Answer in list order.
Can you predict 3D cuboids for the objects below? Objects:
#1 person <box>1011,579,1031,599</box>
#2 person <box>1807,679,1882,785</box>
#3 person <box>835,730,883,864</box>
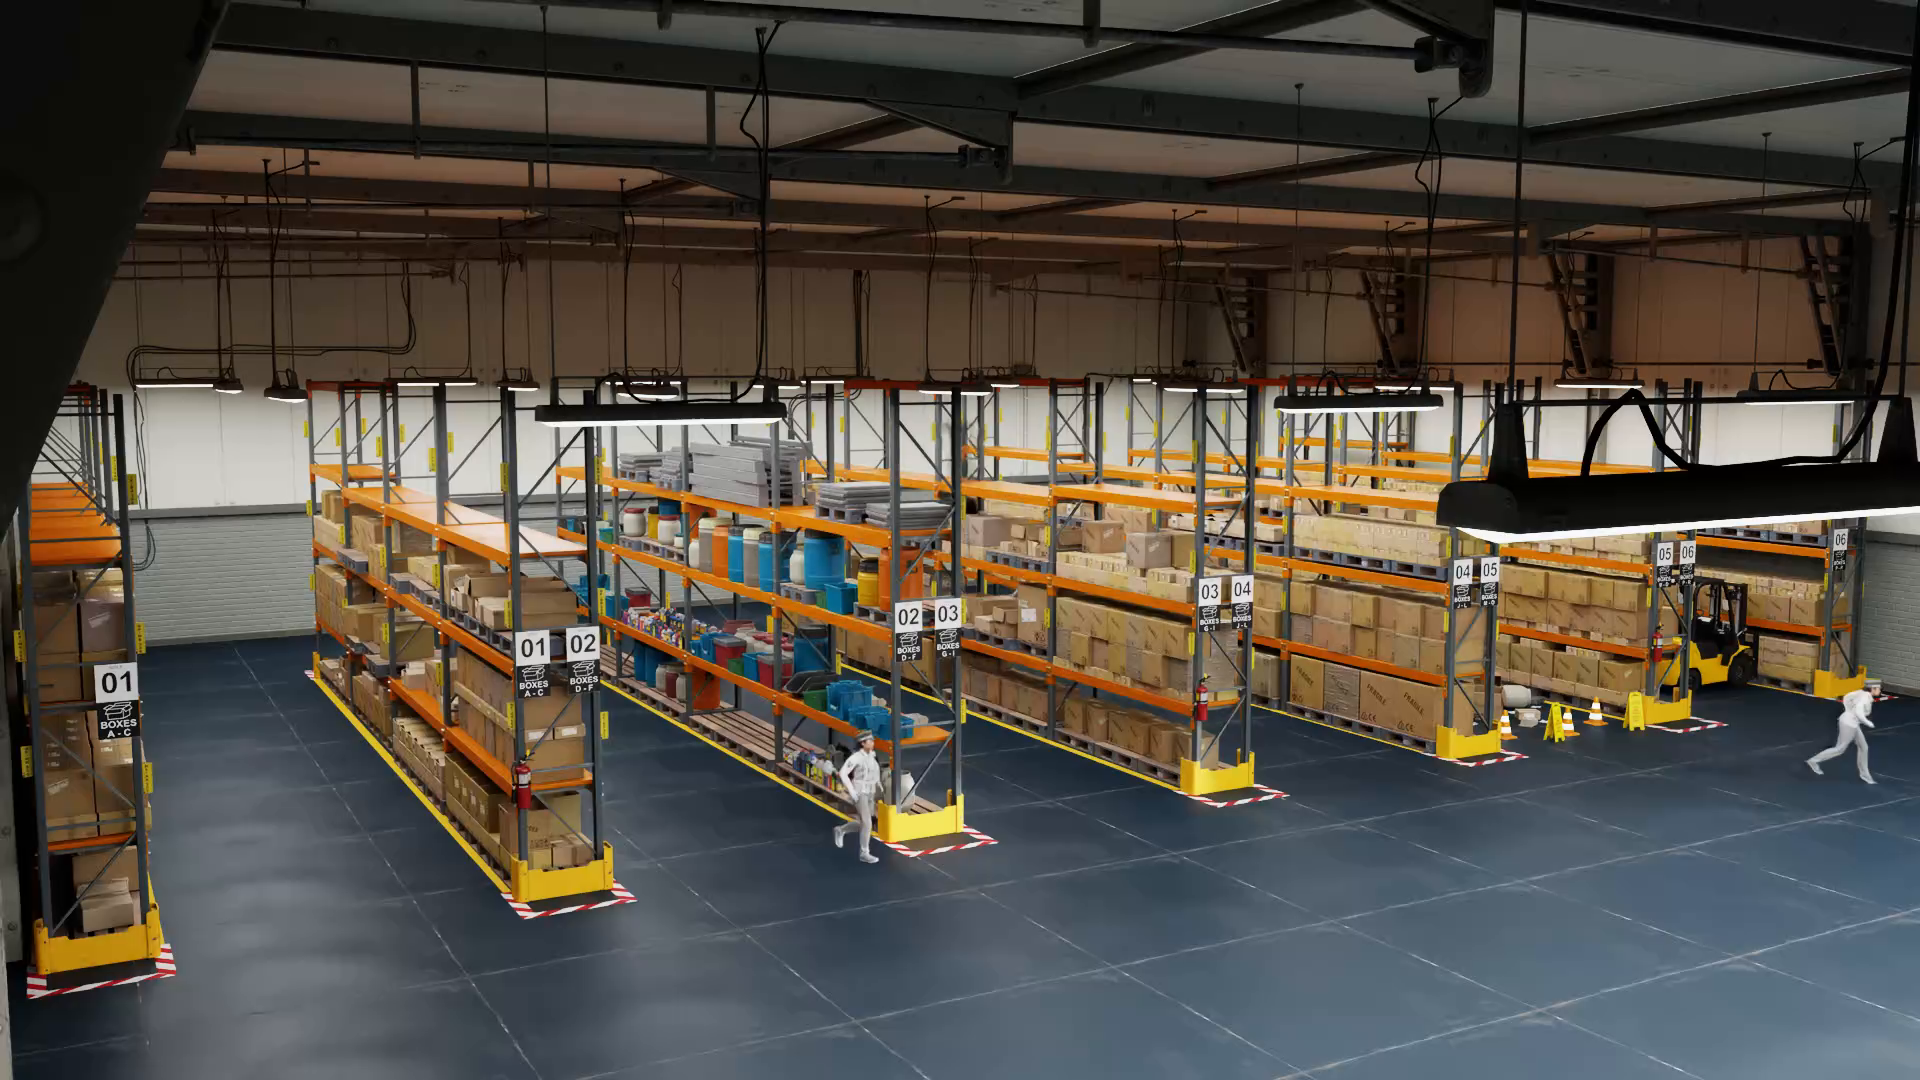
[{"bbox_3d":[1.426,1.573,35.870,0.655,1.621,0.916,-3,7,-27],"label":"person"},{"bbox_3d":[13.400,2.884,25.212,0.978,1.625,0.655,2,6,17],"label":"person"},{"bbox_3d":[-1.261,3.251,21.317,0.762,1.631,0.666,4,7,35],"label":"person"}]
